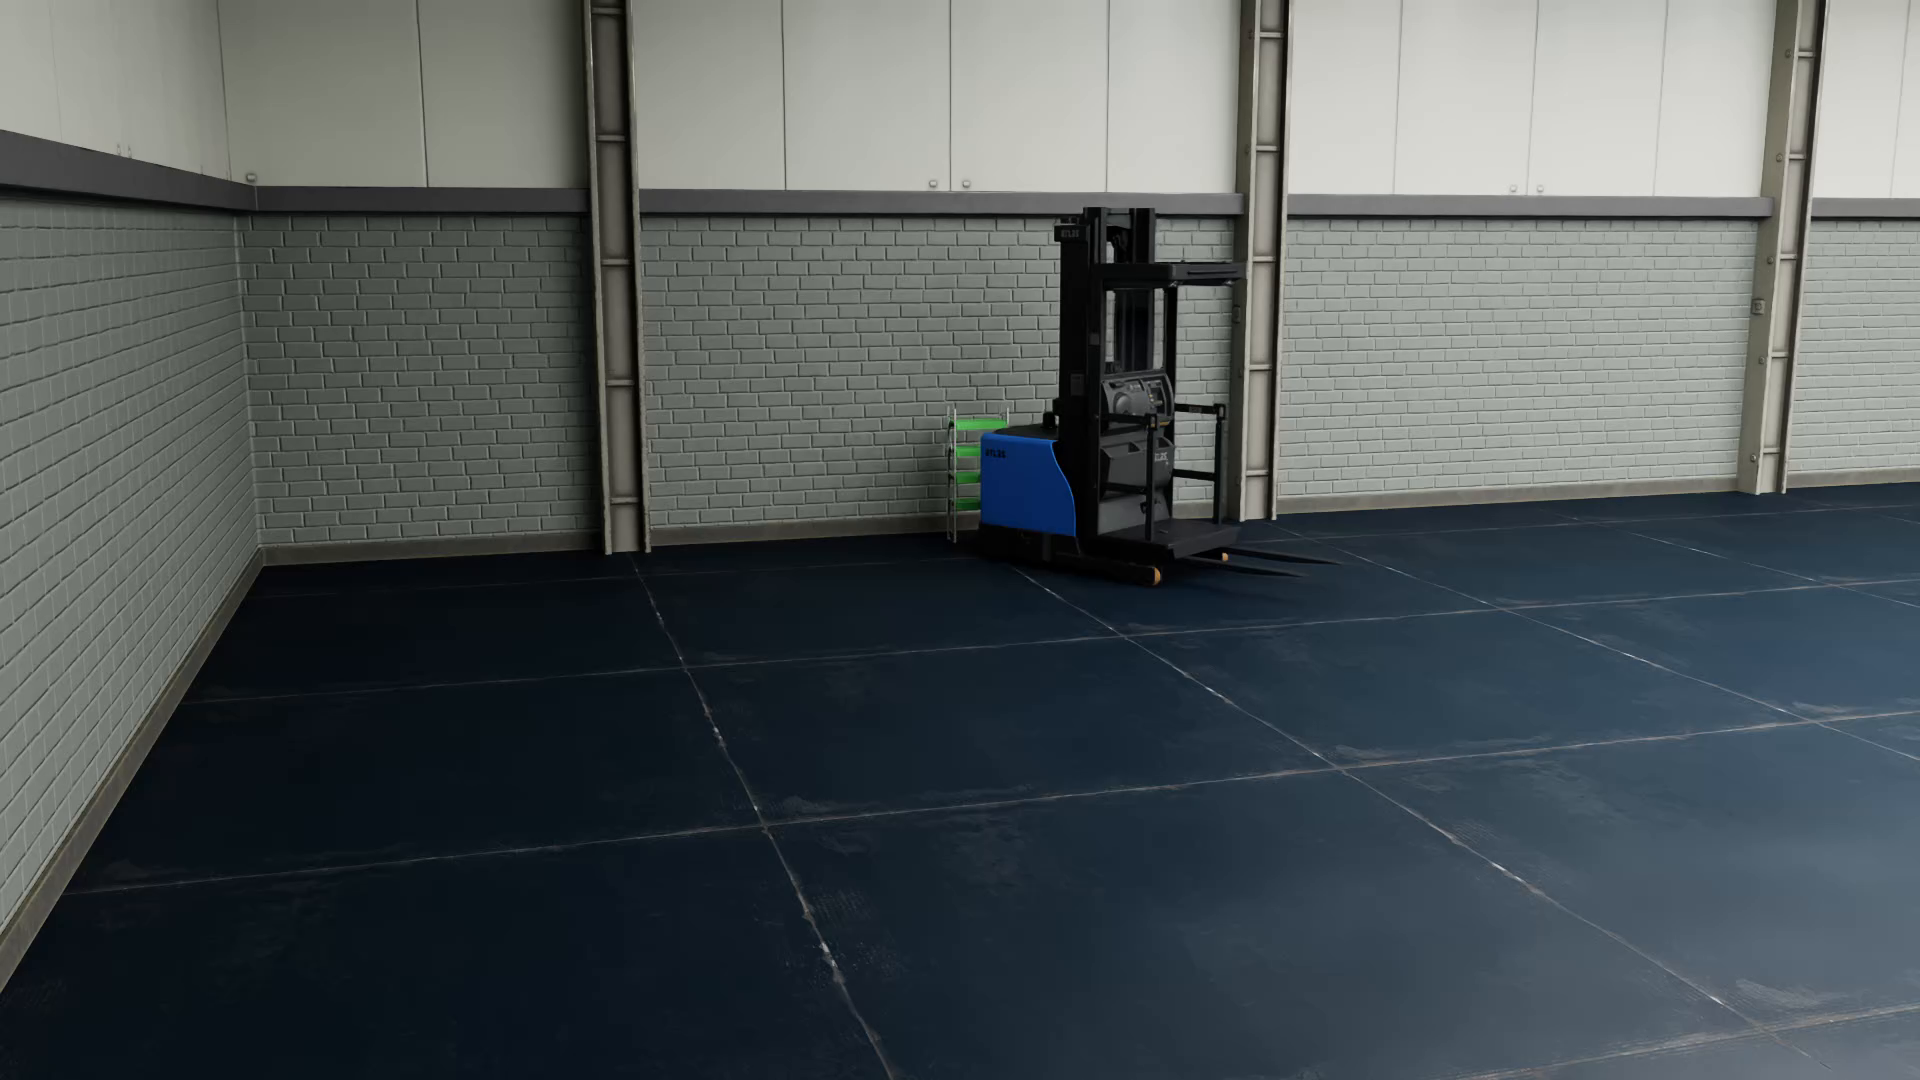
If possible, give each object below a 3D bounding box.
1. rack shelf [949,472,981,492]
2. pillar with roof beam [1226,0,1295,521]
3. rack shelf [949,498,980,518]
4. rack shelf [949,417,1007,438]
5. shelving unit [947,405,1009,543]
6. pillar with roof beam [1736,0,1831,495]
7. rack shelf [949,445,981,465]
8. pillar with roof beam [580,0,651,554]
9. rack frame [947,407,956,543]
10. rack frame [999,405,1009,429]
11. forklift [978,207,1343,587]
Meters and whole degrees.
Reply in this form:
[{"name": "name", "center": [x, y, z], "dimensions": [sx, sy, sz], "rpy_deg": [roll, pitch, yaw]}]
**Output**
[{"name": "rack shelf", "center": [0.159, -0.536, 14.995], "dimensions": [0.480, 0.148, 0.258], "rpy_deg": [-3, 11, -16]}, {"name": "pillar with roof beam", "center": [4.042, -3.893, 11.338], "dimensions": [0.400, 9.000, 9.100], "rpy_deg": [-3, 11, -16]}, {"name": "rack shelf", "center": [0.159, -0.300, 15.038], "dimensions": [0.480, 0.148, 0.258], "rpy_deg": [-3, 11, -16]}, {"name": "rack shelf", "center": [0.159, -1.008, 14.908], "dimensions": [0.480, 0.148, 0.258], "rpy_deg": [-3, 11, -16]}, {"name": "shelving unit", "center": [0.159, -0.598, 14.983], "dimensions": [0.503, 1.200, 0.258], "rpy_deg": [-3, 11, -16]}, {"name": "pillar with roof beam", "center": [9.803, -4.197, 12.988], "dimensions": [0.400, 9.000, 9.100], "rpy_deg": [-3, 11, -16]}, {"name": "rack shelf", "center": [0.159, -0.772, 14.951], "dimensions": [0.480, 0.148, 0.258], "rpy_deg": [-3, 11, -16]}, {"name": "pillar with roof beam", "center": [-1.719, -3.589, 9.689], "dimensions": [0.400, 9.000, 9.100], "rpy_deg": [-3, 11, -16]}, {"name": "rack frame", "center": [-0.075, -0.586, 14.916], "dimensions": [0.015, 1.200, 0.240], "rpy_deg": [-3, 11, -16]}, {"name": "rack frame", "center": [0.393, -0.611, 15.050], "dimensions": [0.015, 1.200, 0.240], "rpy_deg": [-3, 11, -16]}, {"name": "forklift", "center": [1.605, -1.181, 13.365], "dimensions": [3.031, 2.935, 1.130], "rpy_deg": [9, 14, 40]}]
